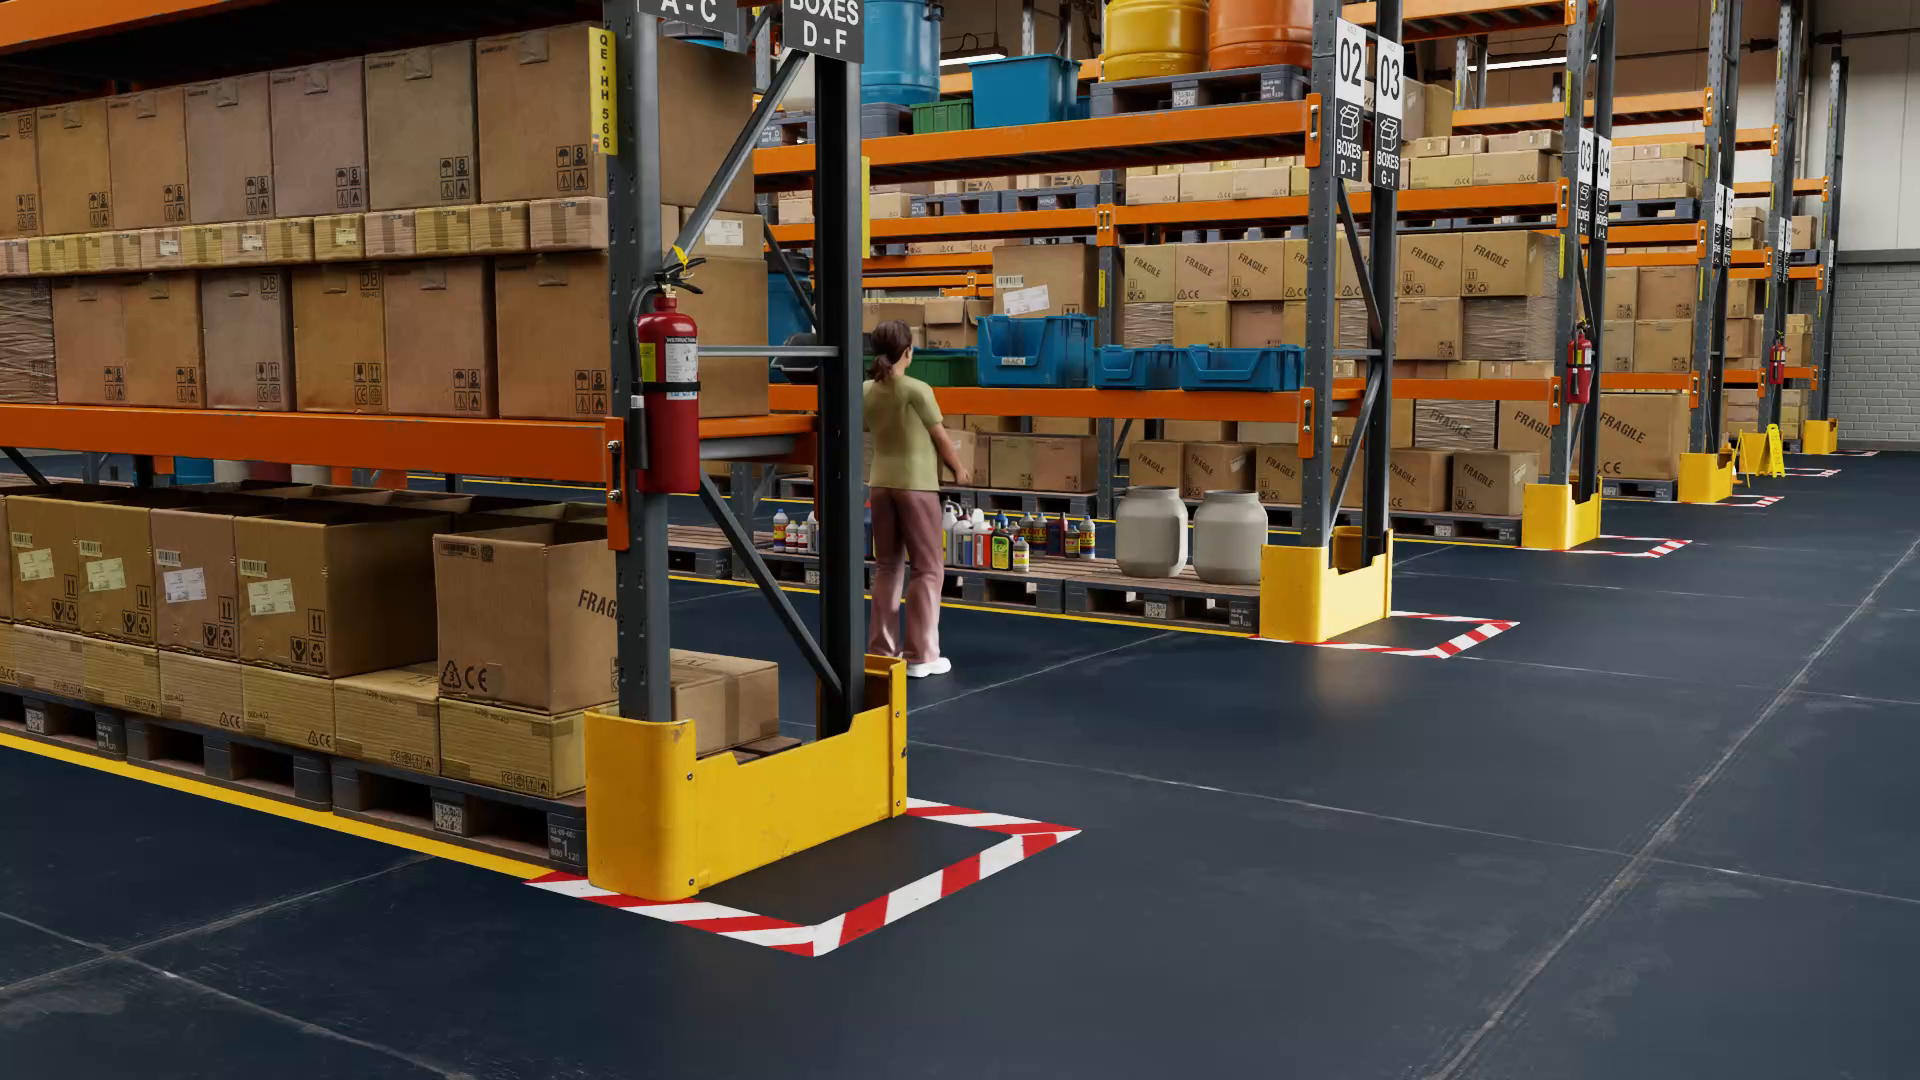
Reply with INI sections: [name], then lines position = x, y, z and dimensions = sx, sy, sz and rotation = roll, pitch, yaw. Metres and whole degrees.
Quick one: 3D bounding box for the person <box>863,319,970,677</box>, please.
[person]
position = -0.226, -0.202, 7.848
dimensions = 0.425, 1.659, 0.553
rotation = 4, 8, 35
